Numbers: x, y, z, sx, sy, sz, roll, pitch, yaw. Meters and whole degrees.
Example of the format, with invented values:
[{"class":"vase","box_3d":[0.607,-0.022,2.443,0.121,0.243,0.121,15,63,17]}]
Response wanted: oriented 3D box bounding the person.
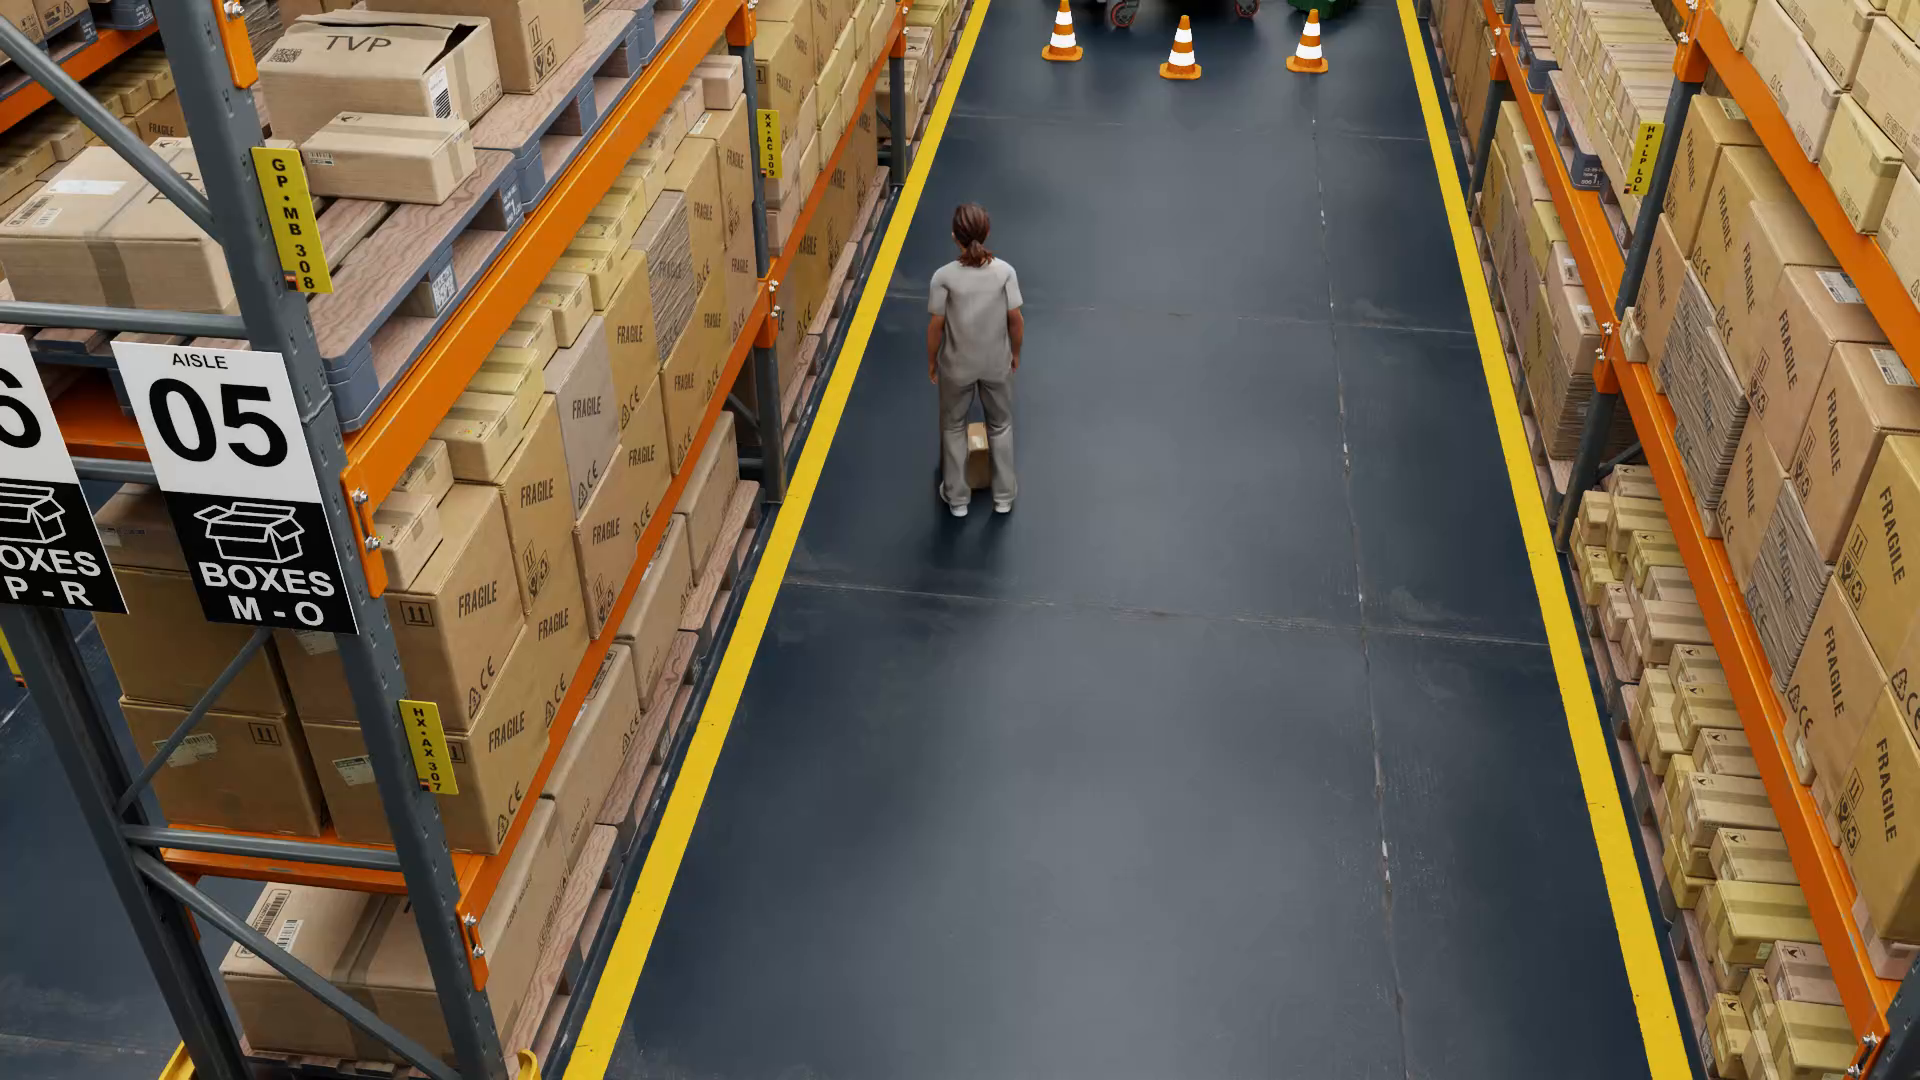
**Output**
[{"class":"person","box_3d":[0.074,-0.868,8.222,0.488,1.673,0.359,-5,37,-6]}]
